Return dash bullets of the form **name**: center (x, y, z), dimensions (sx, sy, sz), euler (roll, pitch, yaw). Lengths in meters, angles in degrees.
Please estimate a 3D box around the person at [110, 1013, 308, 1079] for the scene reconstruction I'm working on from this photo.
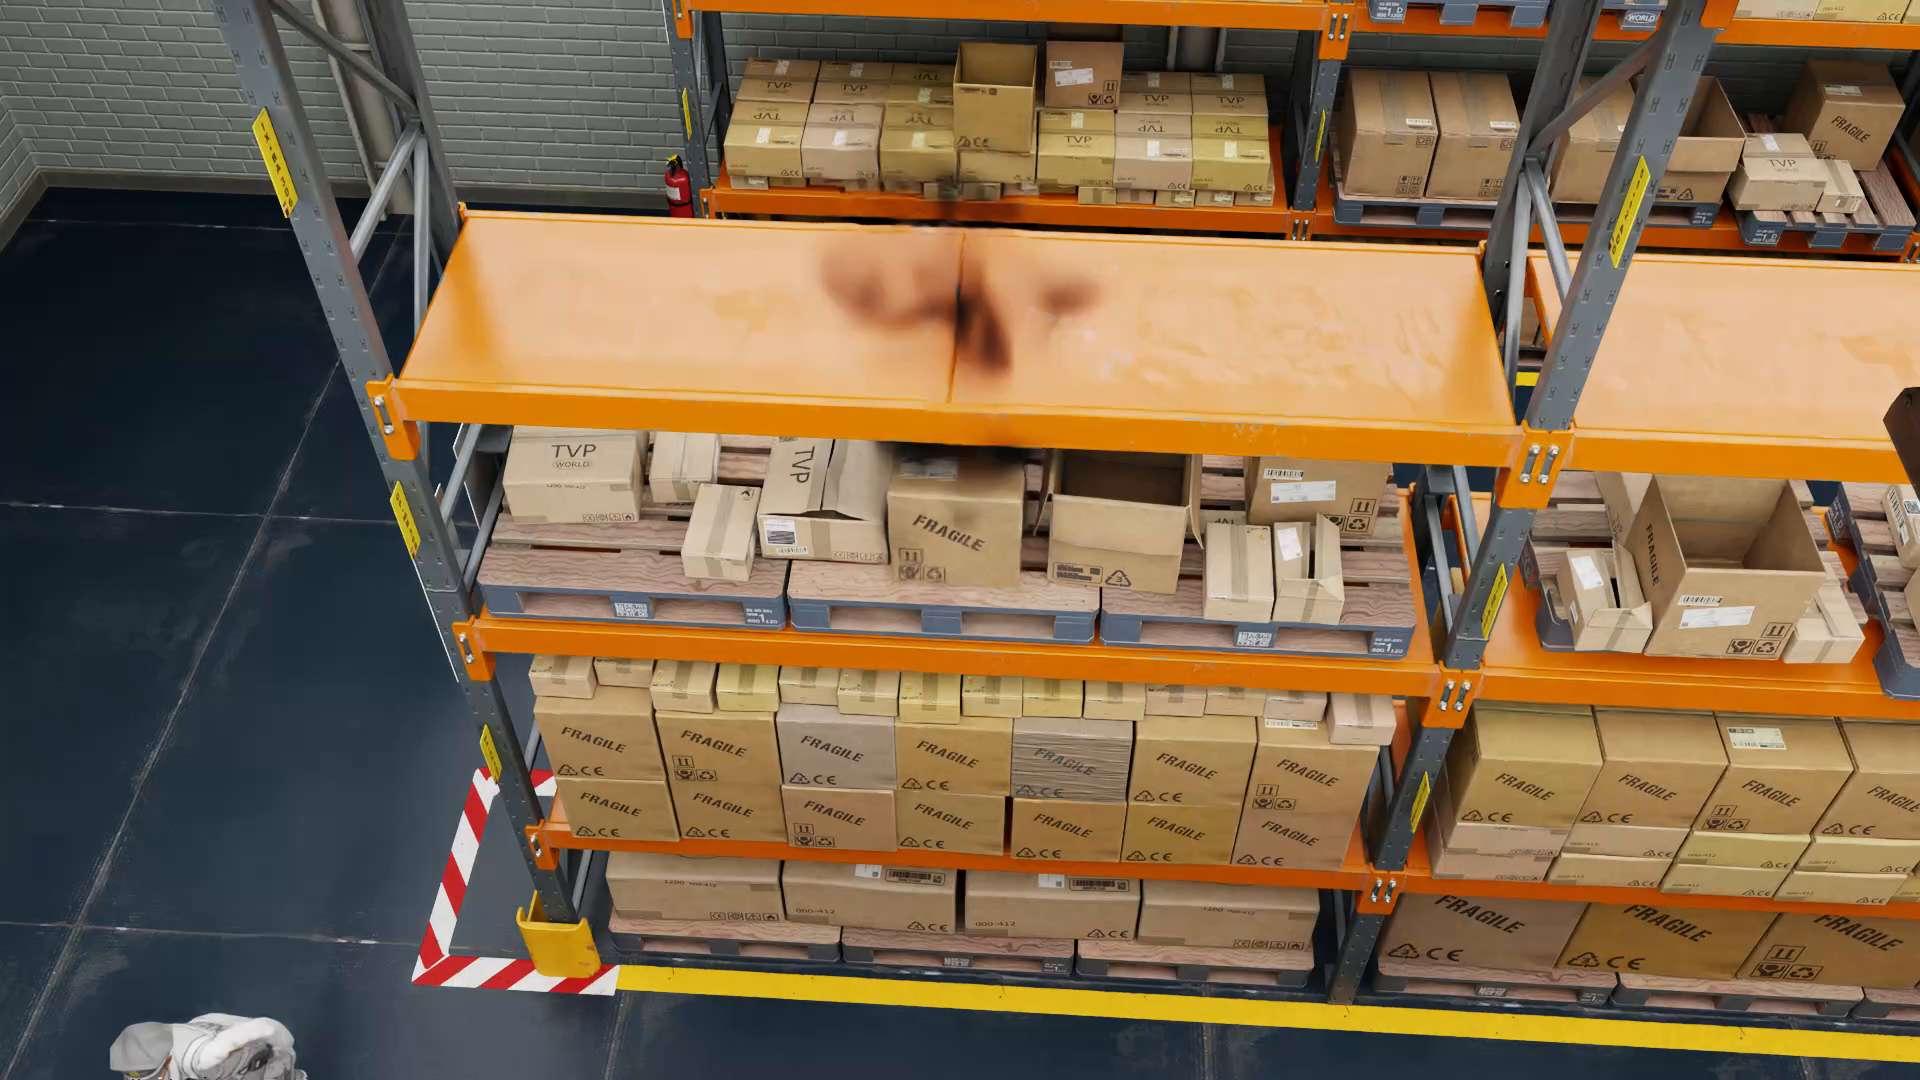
- **person**: center (-3.307, 2.454, 7.515), dimensions (0.634, 1.509, 0.756), euler (7, 48, 6)
